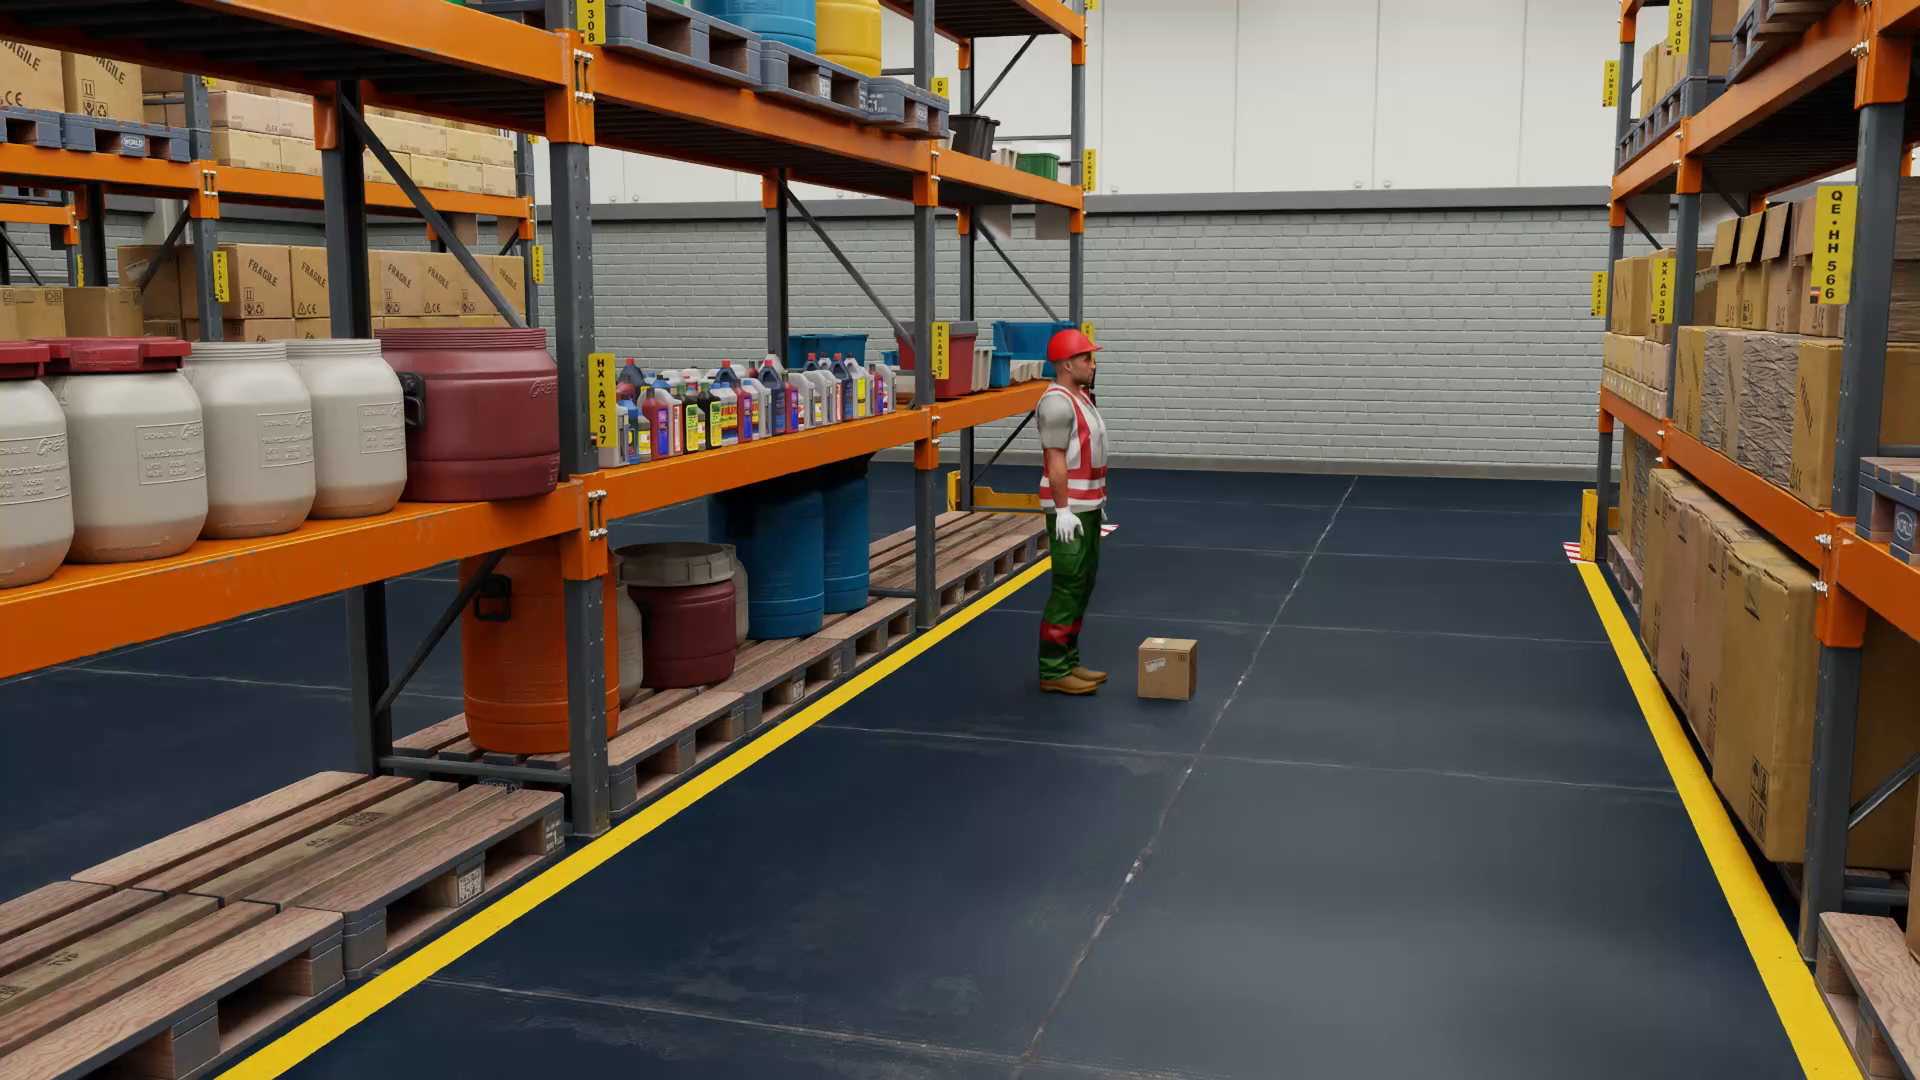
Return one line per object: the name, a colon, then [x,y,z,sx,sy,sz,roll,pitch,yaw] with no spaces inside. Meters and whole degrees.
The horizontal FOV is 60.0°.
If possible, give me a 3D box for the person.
person: [0.564,-0.146,8.260,0.337,1.789,0.524,3,9,18]
